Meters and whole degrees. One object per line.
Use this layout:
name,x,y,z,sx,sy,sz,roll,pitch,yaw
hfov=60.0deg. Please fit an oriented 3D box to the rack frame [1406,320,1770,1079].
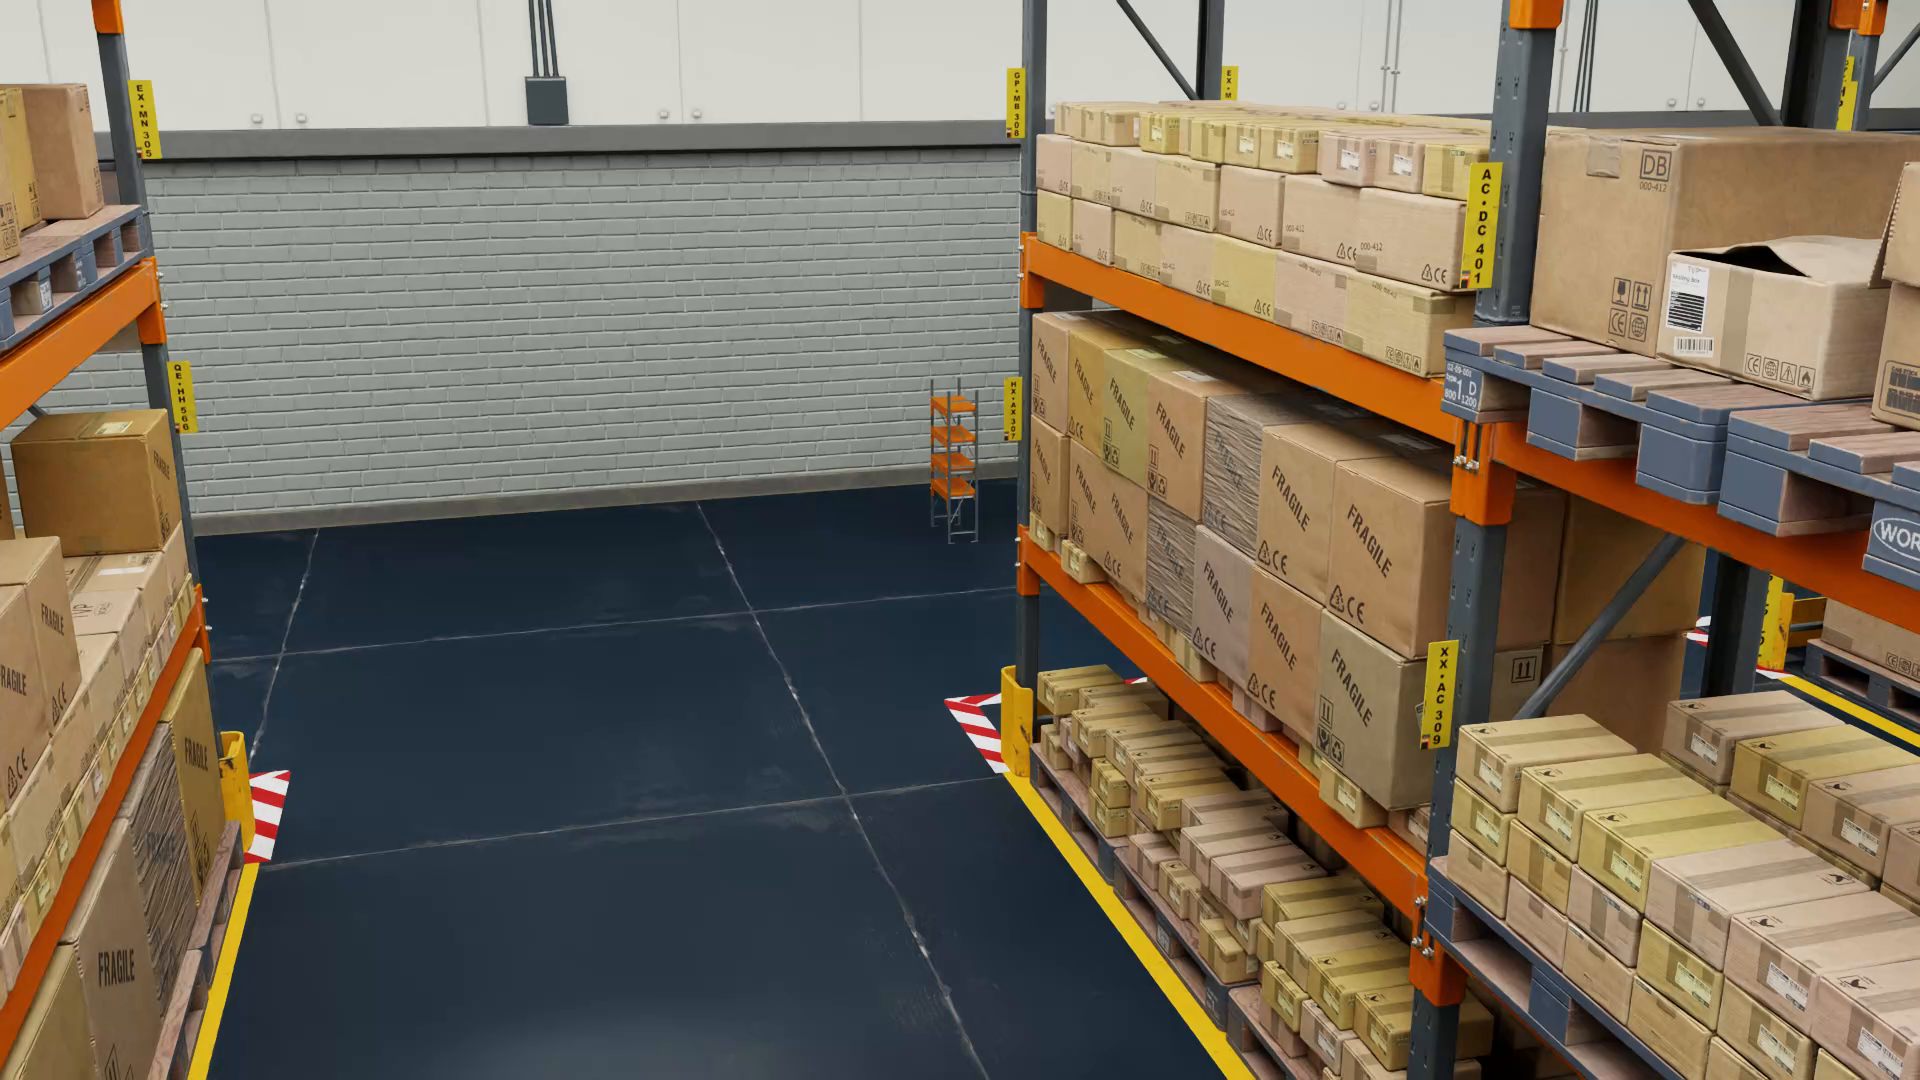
rack frame,1.894,0.813,5.031,1.000,3.000,0.127,-5,17,-15

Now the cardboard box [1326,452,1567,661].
cardboard box,1.504,0.035,5.191,0.500,0.500,0.500,-5,18,-17

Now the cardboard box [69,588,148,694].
cardboard box,-3.335,0.395,6.168,0.500,0.250,0.500,-5,18,-17

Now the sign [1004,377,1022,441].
sign,0.273,-0.665,8.446,0.100,0.325,0.005,-5,17,-15

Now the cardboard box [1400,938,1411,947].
cardboard box,1.844,1.582,6.180,0.380,0.149,0.250,-5,17,-16

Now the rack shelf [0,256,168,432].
rack shelf,-3.453,-0.468,5.332,1.077,0.370,4.000,-5,17,-15

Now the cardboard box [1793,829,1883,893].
cardboard box,2.332,0.826,4.178,0.380,0.149,0.250,-4,17,-13

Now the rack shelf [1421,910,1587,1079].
rack shelf,2.443,1.711,3.292,1.077,0.370,4.000,-5,17,-15

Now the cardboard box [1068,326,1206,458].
cardboard box,0.807,-0.678,7.567,0.500,0.500,0.500,-4,17,-14

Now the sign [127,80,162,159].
sign,-3.477,-1.791,7.084,0.100,0.325,0.005,-5,17,-15

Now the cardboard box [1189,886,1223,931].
cardboard box,1.167,1.532,6.863,0.380,0.149,0.250,-4,17,-14

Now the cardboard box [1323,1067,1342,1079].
cardboard box,1.458,1.896,5.652,0.380,0.149,0.250,-4,17,-15

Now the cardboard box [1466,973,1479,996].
cardboard box,1.979,1.500,5.936,0.380,0.149,0.250,-4,17,-13

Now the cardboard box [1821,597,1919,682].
cardboard box,5.803,0.488,9.837,0.875,0.438,0.875,-5,18,-17

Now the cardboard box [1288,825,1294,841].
cardboard box,1.566,1.210,7.417,0.380,0.149,0.250,-4,17,-12

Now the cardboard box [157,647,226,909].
cardboard box,-3.750,1.058,7.178,0.875,0.875,0.875,-5,17,-15

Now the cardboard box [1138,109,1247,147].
cardboard box,0.960,-1.698,6.874,0.380,0.149,0.250,-4,17,-14

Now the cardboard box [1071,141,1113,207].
cardboard box,0.809,-1.611,7.279,0.500,0.250,0.500,-5,17,-16

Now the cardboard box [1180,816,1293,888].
cardboard box,1.116,1.260,6.735,0.380,0.149,0.250,-5,18,-17

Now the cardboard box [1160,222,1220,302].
cardboard box,1.098,-1.082,6.388,0.500,0.250,0.500,-5,17,-16

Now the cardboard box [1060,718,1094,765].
cardboard box,0.712,0.974,8.204,0.380,0.149,0.250,-5,17,-16

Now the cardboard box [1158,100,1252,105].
cardboard box,1.168,-2.020,7.946,0.380,0.149,0.250,-5,17,-16

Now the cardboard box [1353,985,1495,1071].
cardboard box,1.545,1.615,5.554,0.380,0.149,0.250,-4,17,-14

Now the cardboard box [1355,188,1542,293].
cardboard box,1.522,-0.898,4.907,0.500,0.250,0.500,-6,18,-18

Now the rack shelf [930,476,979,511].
rack shelf,-0.045,-0.366,13.008,0.258,0.148,0.480,-5,17,-15

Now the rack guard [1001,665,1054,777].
rack guard,0.815,0.925,9.004,1.175,0.500,0.348,-5,17,-15

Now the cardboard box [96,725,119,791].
cardboard box,-3.095,0.759,5.649,0.380,0.149,0.250,-5,17,-17

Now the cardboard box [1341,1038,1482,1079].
cardboard box,1.501,1.773,5.544,0.380,0.149,0.250,-4,17,-14

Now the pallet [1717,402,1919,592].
pallet,2.249,-0.068,3.075,1.213,0.211,1.003,-5,17,-15

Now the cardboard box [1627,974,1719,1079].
cardboard box,1.774,1.093,3.806,0.380,0.149,0.250,-5,17,-15

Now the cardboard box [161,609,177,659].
cardboard box,-3.447,0.405,6.825,0.380,0.149,0.250,-5,17,-15

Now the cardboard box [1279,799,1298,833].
cardboard box,1.593,1.147,7.112,0.380,0.149,0.250,-5,17,-15

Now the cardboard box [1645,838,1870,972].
cardboard box,1.776,0.810,3.714,0.380,0.149,0.250,-5,17,-16

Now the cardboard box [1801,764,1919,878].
cardboard box,2.335,0.689,4.117,0.380,0.149,0.250,-5,18,-17

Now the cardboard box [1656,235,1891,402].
cardboard box,1.934,-0.522,3.686,0.500,0.311,0.500,-5,17,-16

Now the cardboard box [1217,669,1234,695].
cardboard box,1.229,0.511,6.473,0.380,0.149,0.250,-5,17,-16

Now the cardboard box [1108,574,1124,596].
cardboard box,0.903,0.149,7.677,0.380,0.149,0.250,-4,17,-13

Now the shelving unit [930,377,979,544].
shelving unit,-0.045,-0.620,12.932,0.258,1.200,0.503,-5,17,-15

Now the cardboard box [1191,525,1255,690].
cardboard box,1.212,0.230,6.281,0.500,0.500,0.500,-5,17,-16

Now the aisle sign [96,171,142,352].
aisle sign,-3.734,-1.218,7.273,0.394,0.787,0.004,-5,17,-15

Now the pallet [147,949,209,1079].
pallet,-3.376,1.958,6.066,1.003,0.211,1.213,-5,17,-15

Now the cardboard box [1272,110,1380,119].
cardboard box,1.490,-1.663,6.758,0.380,0.149,0.250,-4,17,-14

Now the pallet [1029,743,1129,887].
pallet,1.004,1.291,8.288,1.003,0.211,1.213,-5,17,-15

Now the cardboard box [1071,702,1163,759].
cardboard box,0.749,0.905,7.918,0.380,0.149,0.250,-5,17,-15

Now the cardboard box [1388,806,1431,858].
cardboard box,1.590,0.873,5.268,0.380,0.149,0.250,-5,17,-16

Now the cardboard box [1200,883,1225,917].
cardboard box,1.207,1.405,6.770,0.380,0.149,0.250,-6,18,-18

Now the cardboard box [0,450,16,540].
cardboard box,-3.993,-0.066,6.399,0.500,0.500,0.500,-5,17,-17

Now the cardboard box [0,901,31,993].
cardboard box,-2.737,1.117,4.456,0.380,0.149,0.250,-5,18,-17

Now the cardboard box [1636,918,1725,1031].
cardboard box,1.776,0.950,3.765,0.380,0.149,0.250,-5,18,-18

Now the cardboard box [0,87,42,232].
cardboard box,-3.769,-1.358,5.966,0.700,0.500,0.500,-5,18,-17

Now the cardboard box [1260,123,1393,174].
cardboard box,1.250,-1.334,5.665,0.380,0.149,0.250,-5,18,-17
